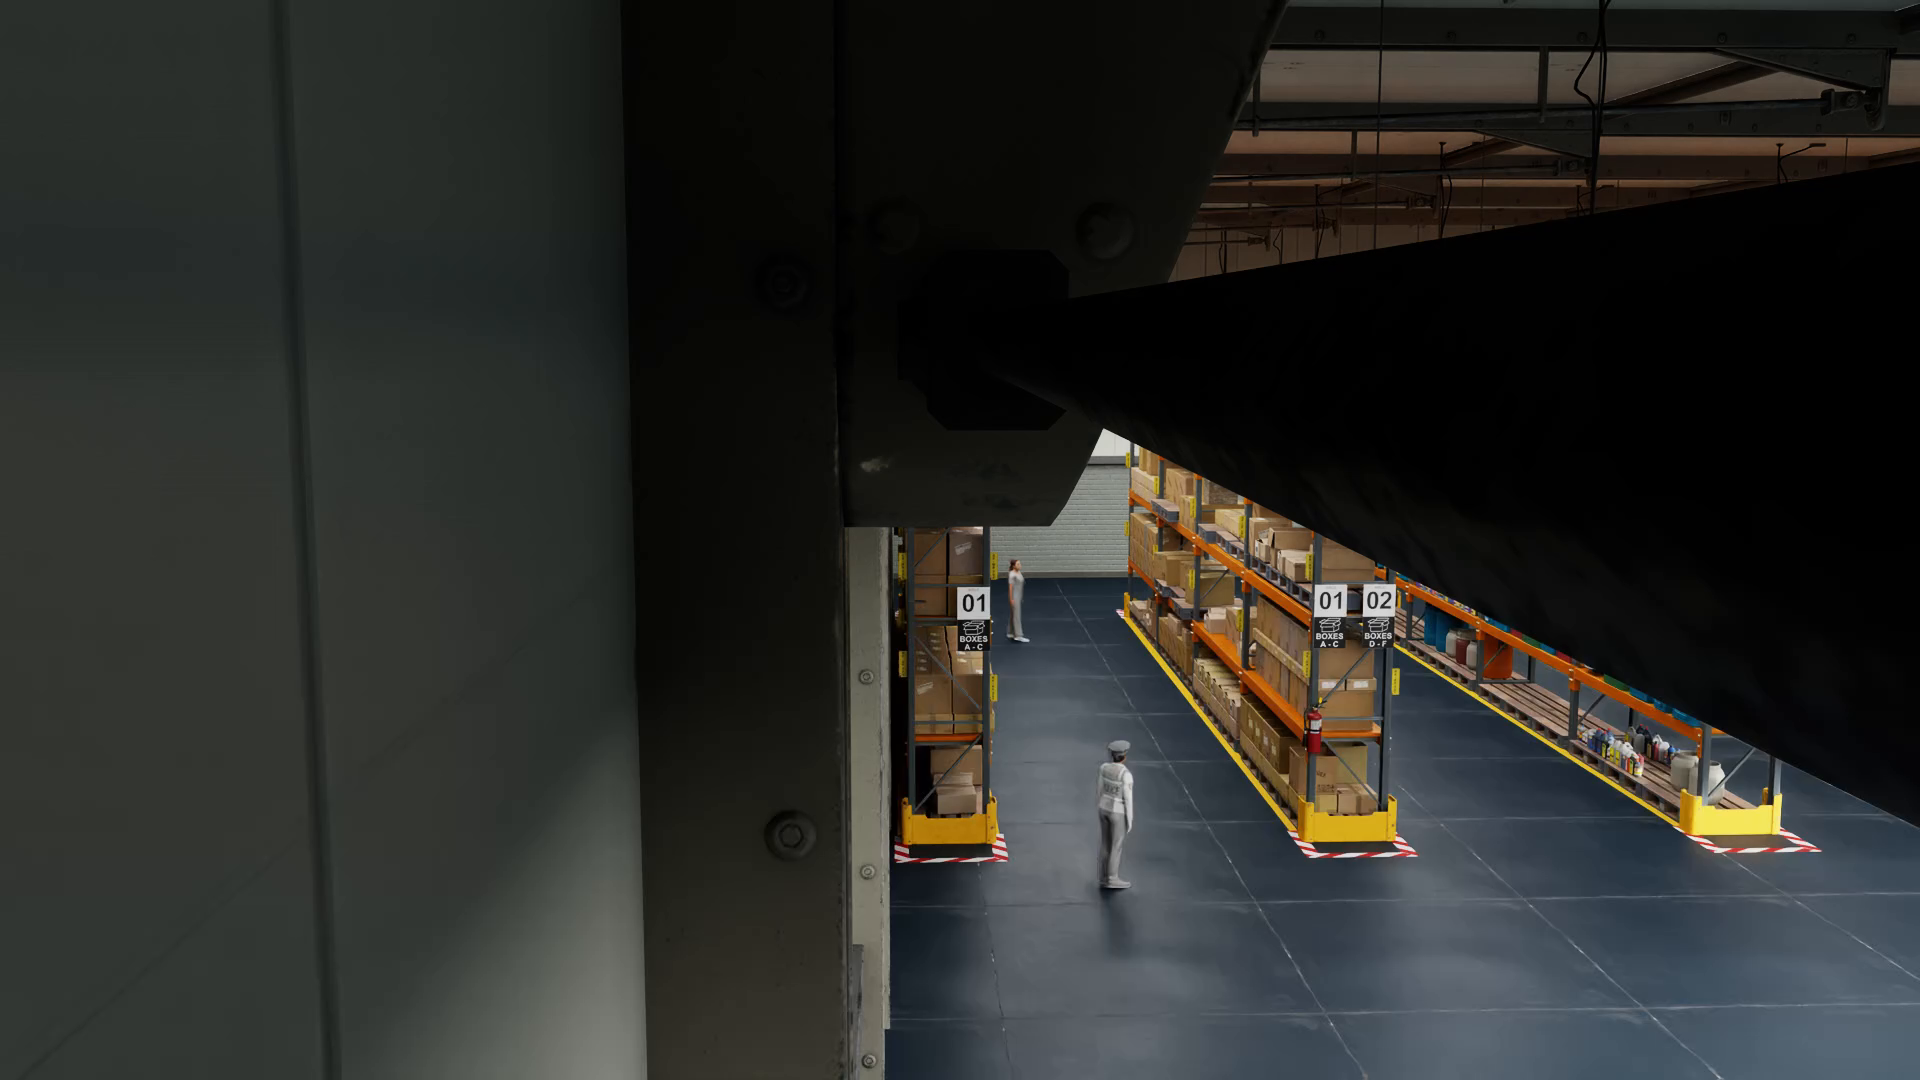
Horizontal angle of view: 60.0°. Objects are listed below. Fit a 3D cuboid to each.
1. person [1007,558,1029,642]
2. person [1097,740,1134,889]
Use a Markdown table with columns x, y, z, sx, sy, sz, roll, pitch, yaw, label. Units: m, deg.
| x | y | z | sx | sy | sz | roll | pitch | yaw | label |
| --- | --- | --- | --- | --- | --- | --- | --- | --- | --- |
| 1.203 | 1.199 | 33.693 | 0.554 | 1.682 | 0.471 | 3 | 8 | 25 | person |
| 1.755 | 3.100 | 18.795 | 0.341 | 1.686 | 0.515 | -7 | 10 | -42 | person |
